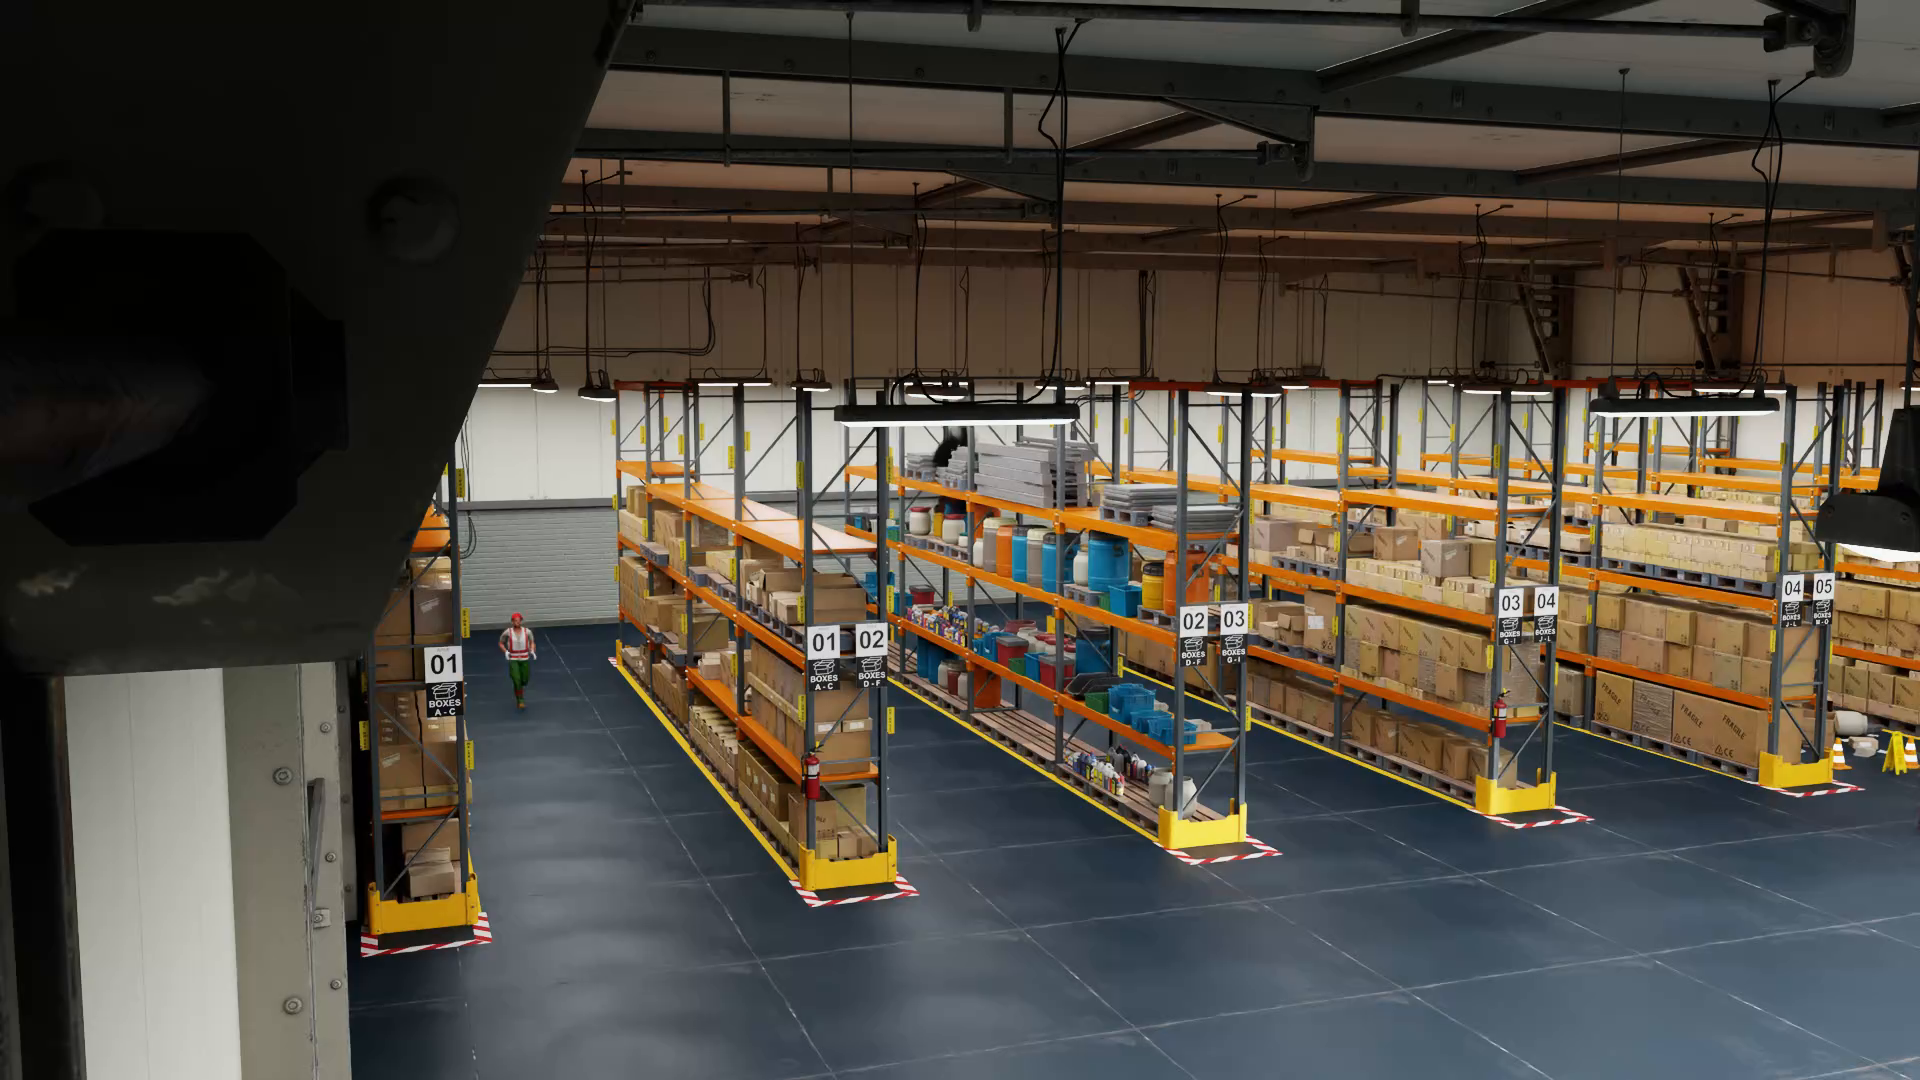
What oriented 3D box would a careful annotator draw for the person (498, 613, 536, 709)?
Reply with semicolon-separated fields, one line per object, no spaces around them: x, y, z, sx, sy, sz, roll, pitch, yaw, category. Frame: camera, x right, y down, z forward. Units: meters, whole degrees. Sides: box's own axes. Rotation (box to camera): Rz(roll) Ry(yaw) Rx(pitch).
-8.204;2.215;30.820;0.655;1.752;0.690;-3;7;-23;person

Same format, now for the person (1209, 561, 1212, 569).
5.964;1.271;40.317;0.549;1.727;0.682;0;6;3;person
